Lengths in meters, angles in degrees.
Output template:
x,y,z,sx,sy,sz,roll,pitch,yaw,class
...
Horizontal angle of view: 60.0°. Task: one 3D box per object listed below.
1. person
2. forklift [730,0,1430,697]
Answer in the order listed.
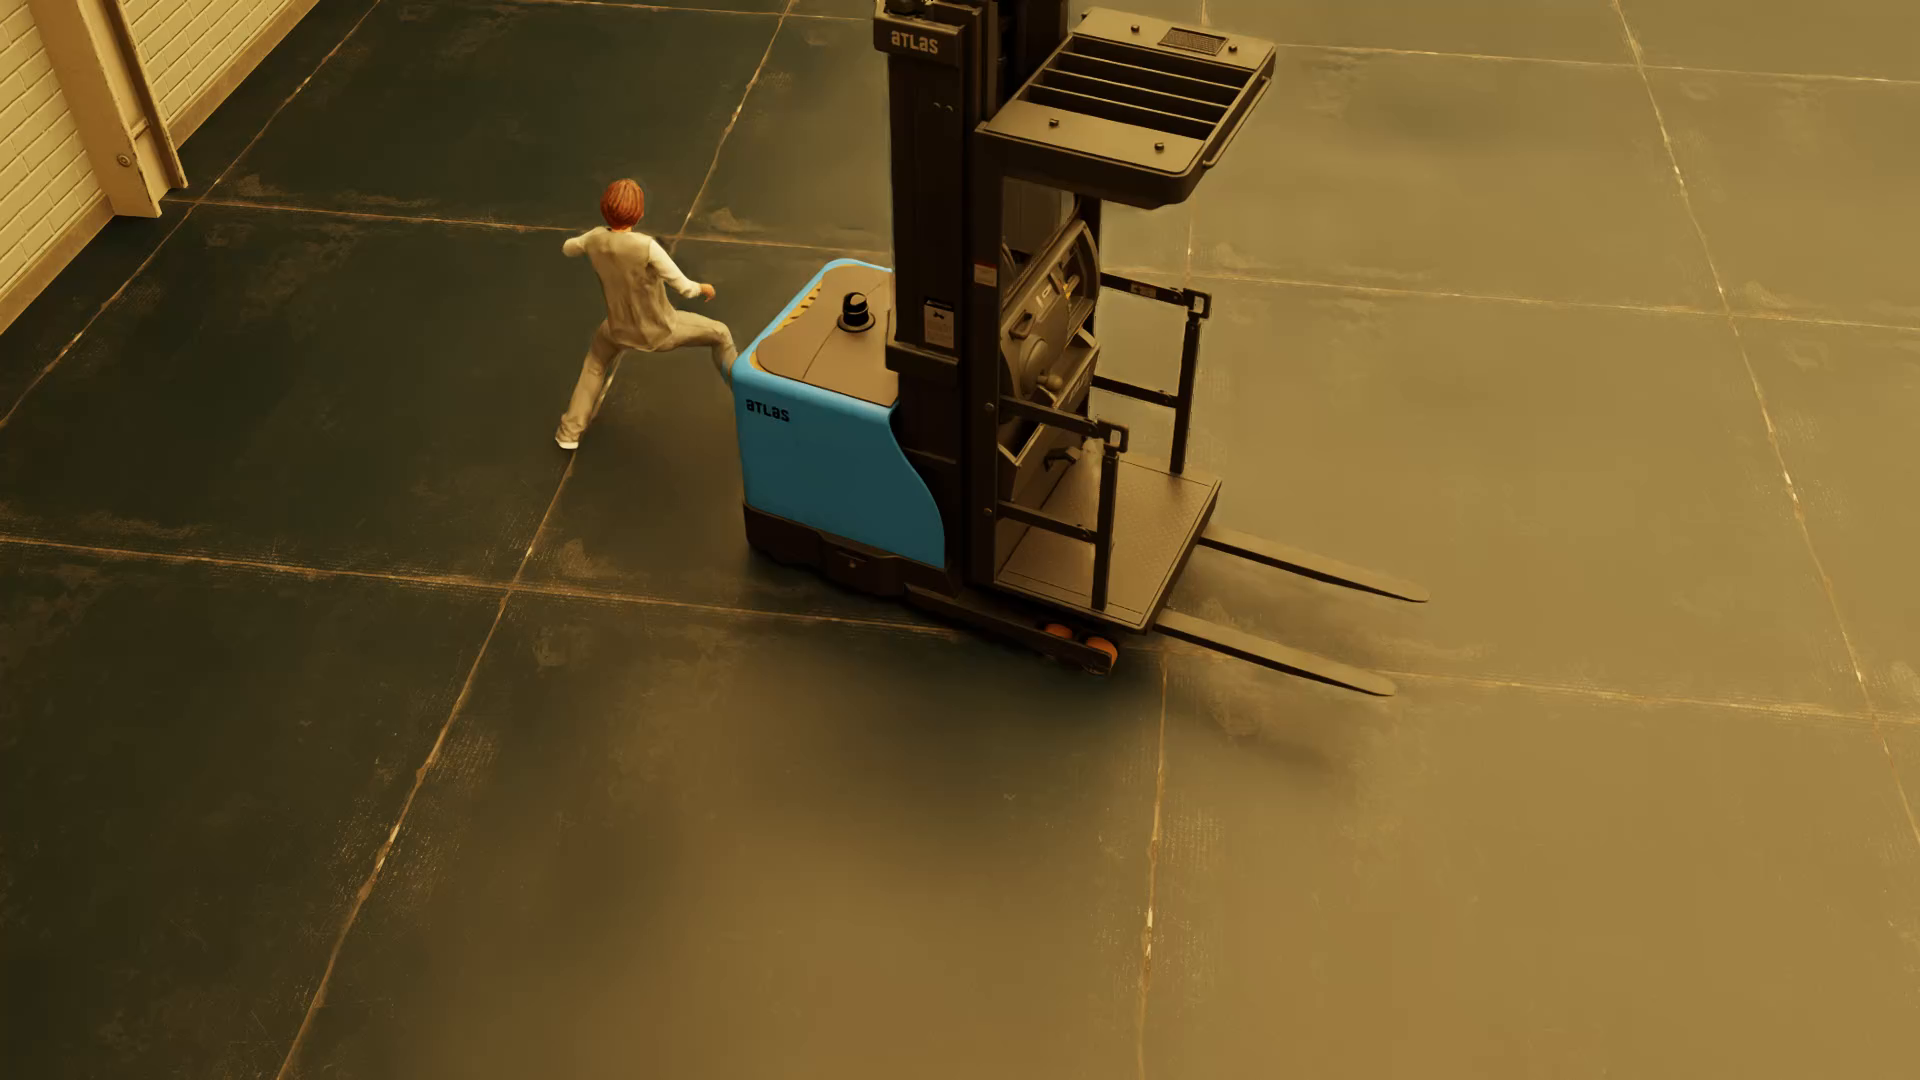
x,y,z,sx,sy,sz,roll,pitch,yaw,class
-1.529,-1.136,8.110,0.912,1.428,0.900,14,44,15,person
0.554,-0.907,6.711,3.031,2.935,1.130,17,45,18,forklift
